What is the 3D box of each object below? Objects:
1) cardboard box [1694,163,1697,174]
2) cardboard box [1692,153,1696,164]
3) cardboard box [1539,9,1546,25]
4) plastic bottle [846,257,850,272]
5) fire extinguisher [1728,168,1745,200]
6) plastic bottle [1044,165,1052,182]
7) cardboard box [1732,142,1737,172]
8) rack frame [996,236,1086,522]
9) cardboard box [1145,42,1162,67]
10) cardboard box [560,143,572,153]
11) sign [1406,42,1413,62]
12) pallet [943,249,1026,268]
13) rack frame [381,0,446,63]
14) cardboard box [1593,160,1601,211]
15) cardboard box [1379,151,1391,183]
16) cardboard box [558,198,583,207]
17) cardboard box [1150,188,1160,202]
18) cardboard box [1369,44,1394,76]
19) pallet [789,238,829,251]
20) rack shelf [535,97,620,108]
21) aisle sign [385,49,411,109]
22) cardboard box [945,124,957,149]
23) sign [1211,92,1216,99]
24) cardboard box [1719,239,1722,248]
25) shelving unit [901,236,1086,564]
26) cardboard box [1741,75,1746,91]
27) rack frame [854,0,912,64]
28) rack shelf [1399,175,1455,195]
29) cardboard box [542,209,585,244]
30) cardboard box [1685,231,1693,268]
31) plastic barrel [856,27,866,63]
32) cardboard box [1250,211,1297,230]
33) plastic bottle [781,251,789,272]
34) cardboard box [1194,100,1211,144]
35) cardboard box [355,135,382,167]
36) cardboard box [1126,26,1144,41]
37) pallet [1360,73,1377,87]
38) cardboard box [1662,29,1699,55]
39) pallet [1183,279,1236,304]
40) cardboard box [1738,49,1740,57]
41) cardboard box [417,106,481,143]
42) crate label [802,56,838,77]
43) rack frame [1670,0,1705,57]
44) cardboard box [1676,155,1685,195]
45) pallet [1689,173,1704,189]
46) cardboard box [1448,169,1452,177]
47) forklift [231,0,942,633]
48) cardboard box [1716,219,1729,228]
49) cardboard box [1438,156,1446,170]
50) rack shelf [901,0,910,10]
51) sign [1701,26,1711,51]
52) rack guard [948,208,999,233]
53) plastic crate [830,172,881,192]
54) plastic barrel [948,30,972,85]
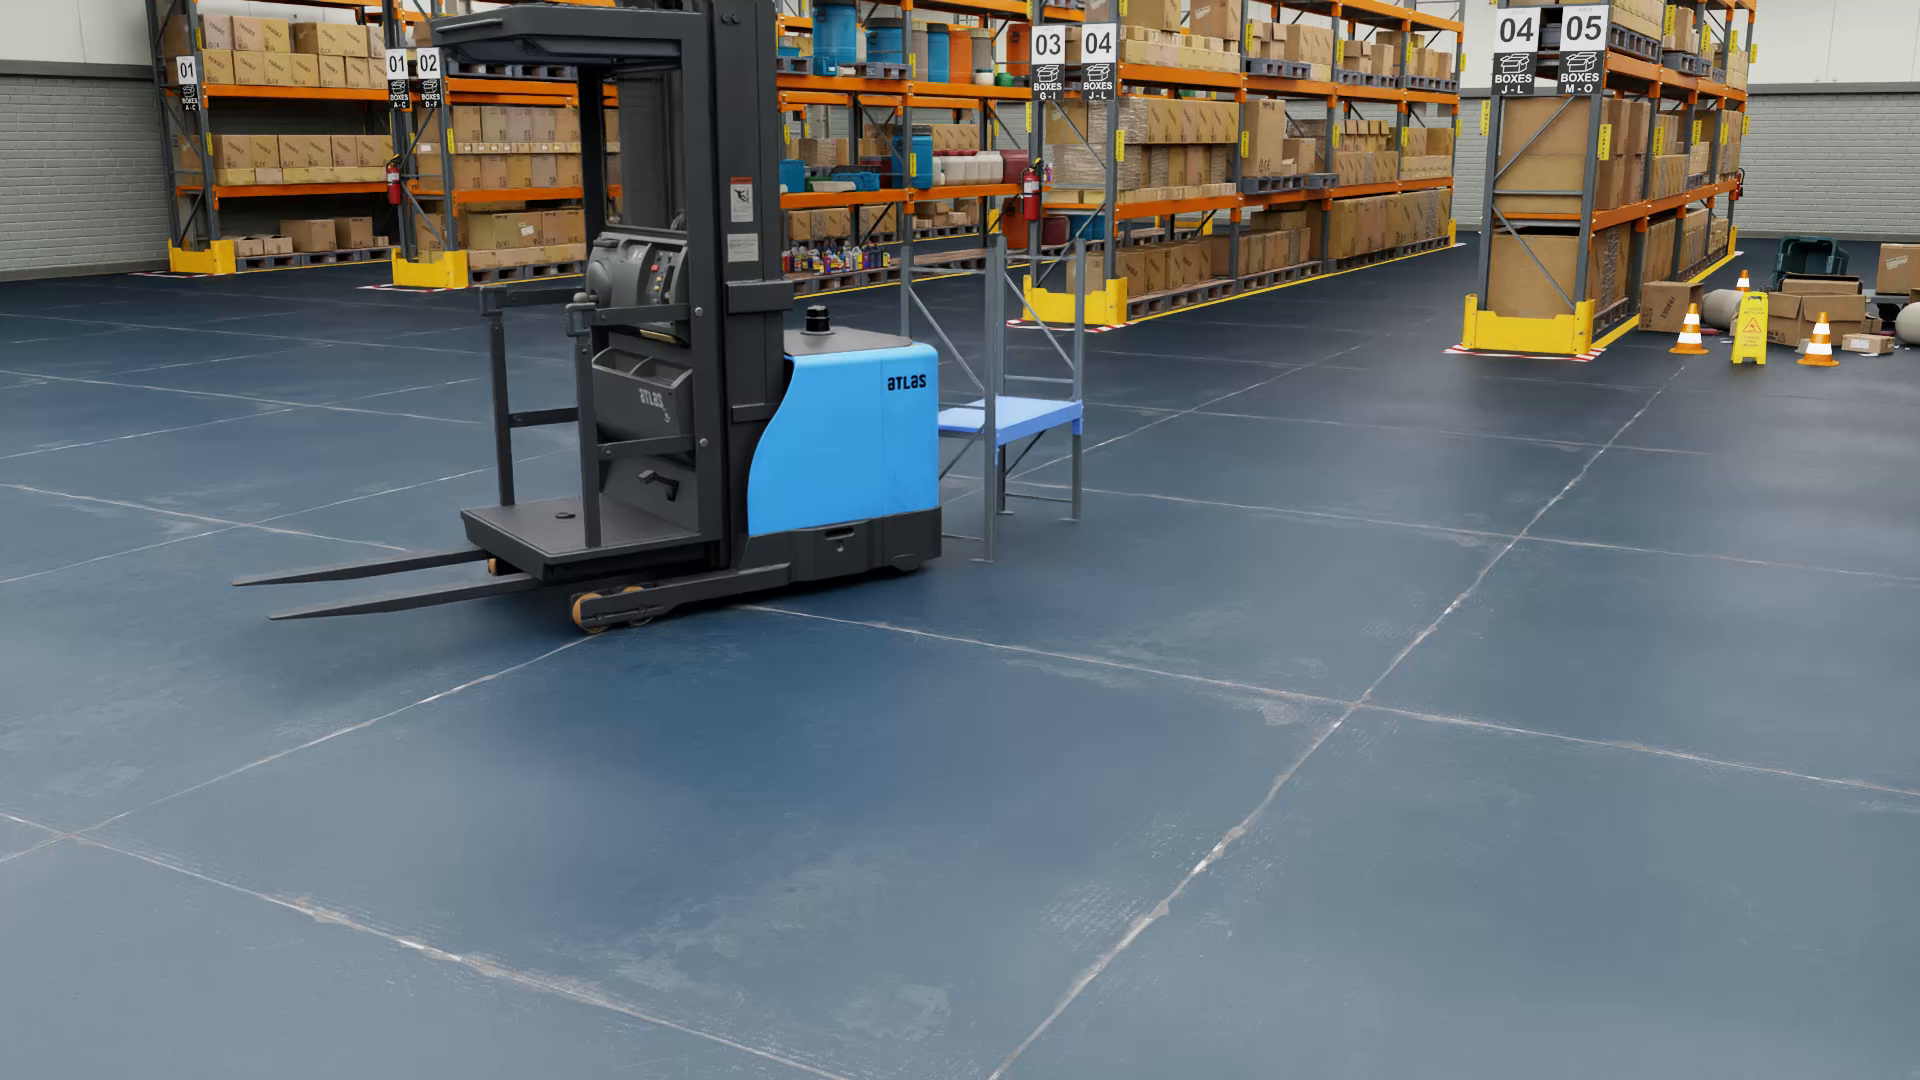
[{"bbox_3d":[10.573,-5.446,24.364,0.380,0.149,0.250,7,15,26],"label":"cardboard box"},{"bbox_3d":[10.444,-5.537,24.107,0.380,0.149,0.250,7,15,28],"label":"cardboard box"},{"bbox_3d":[5.410,-5.024,15.999,0.380,0.149,0.250,7,15,28],"label":"cardboard box"},{"bbox_3d":[-1.572,-3.816,22.994,0.097,0.201,0.097,0,14,0],"label":"plastic bottle"},{"bbox_3d":[13.807,-6.392,29.607,0.296,0.674,0.183,7,15,28],"label":"fire extinguisher"},{"bbox_3d":[1.501,-6.201,28.118,0.152,0.276,0.135,7,15,28],"label":"plastic bottle"},{"bbox_3d":[13.036,-6.578,28.570,0.500,0.500,0.500,7,15,27],"label":"cardboard box"},{"bbox_3d":[0.425,-0.856,8.882,0.500,1.500,0.032,7,15,27],"label":"rack frame"},{"bbox_3d":[1.956,-5.473,18.754,0.500,0.250,0.500,7,15,27],"label":"cardboard box"},{"bbox_3d":[-6.042,-5.879,24.920,0.380,0.149,0.250,8,16,30],"label":"cardboard box"},{"bbox_3d":[7.534,-8.176,27.873,0.100,0.325,0.005,7,15,28],"label":"sign"},{"bbox_3d":[0.376,-4.604,27.179,1.003,0.211,1.213,7,15,28],"label":"pallet"},{"bbox_3d":[-7.417,-7.951,22.313,1.000,3.000,0.127,7,15,28],"label":"rack frame"},{"bbox_3d":[5.933,-3.598,16.738,0.875,0.550,0.550,7,15,28],"label":"cardboard box"},{"bbox_3d":[6.822,-6.194,27.613,0.500,0.500,0.500,8,16,30],"label":"cardboard box"},{"bbox_3d":[-7.417,-6.531,32.916,0.750,0.750,0.750,7,15,27],"label":"cardboard box"},{"bbox_3d":[2.101,-4.023,19.359,0.380,0.149,0.250,7,15,28],"label":"cardboard box"},{"bbox_3d":[6.783,-7.964,27.658,0.700,0.500,0.500,8,16,29],"label":"cardboard box"},{"bbox_3d":[-3.155,-5.469,30.768,1.003,0.211,1.213,7,15,28],"label":"pallet"},{"bbox_3d":[-6.921,-8.755,33.584,1.077,0.370,4.000,7,15,28],"label":"rack shelf"},{"bbox_3d":[-7.706,-6.318,22.793,0.394,0.787,0.004,7,15,28],"label":"aisle sign"},{"bbox_3d":[-0.395,-8.413,34.684,0.500,0.500,0.500,8,16,30],"label":"cardboard box"},{"bbox_3d":[5.142,-9.103,33.717,0.100,0.325,0.005,7,15,28],"label":"sign"},{"bbox_3d":[12.794,-5.078,28.382,0.380,0.149,0.250,7,15,26],"label":"cardboard box"},{"bbox_3d":[0.184,-0.751,8.447,0.538,1.500,1.048,7,15,27],"label":"shelving unit"},{"bbox_3d":[13.052,-7.768,28.273,0.500,0.250,0.500,7,15,28],"label":"cardboard box"},{"bbox_3d":[-1.149,-8.210,23.386,1.000,3.000,0.127,7,15,28],"label":"rack frame"},{"bbox_3d":[8.021,-6.434,30.356,1.077,0.370,4.000,7,15,28],"label":"rack shelf"},{"bbox_3d":[-6.006,-4.763,25.260,0.500,0.500,0.500,7,15,28],"label":"cardboard box"},{"bbox_3d":[10.219,-4.179,23.904,0.500,0.500,0.500,8,15,29],"label":"cardboard box"},{"bbox_3d":[-1.529,-6.944,23.401,0.421,0.512,0.421,0,14,0],"label":"plastic barrel"},{"bbox_3d":[4.575,-4.665,24.278,0.500,0.250,0.500,9,16,34],"label":"cardboard box"},{"bbox_3d":[-2.433,-3.837,22.923,0.152,0.276,0.135,8,15,28],"label":"plastic bottle"},{"bbox_3d":[2.727,-5.083,20.234,0.500,0.500,0.500,7,15,28],"label":"cardboard box"},{"bbox_3d":[-10.016,-6.482,27.697,0.500,0.500,0.500,7,15,28],"label":"cardboard box"},{"bbox_3d":[1.799,-5.563,18.277,0.380,0.149,0.250,8,16,29],"label":"cardboard box"},{"bbox_3d":[5.923,-7.287,26.362,1.003,0.211,1.213,8,16,31],"label":"pallet"},{"bbox_3d":[9.171,-6.389,21.316,0.500,0.311,0.500,7,15,28],"label":"cardboard box"},{"bbox_3d":[2.893,-3.235,21.500,1.003,0.211,1.213,7,15,28],"label":"pallet"},{"bbox_3d":[12.731,-8.073,27.621,0.380,0.149,0.250,8,16,29],"label":"cardboard box"},{"bbox_3d":[-7.154,-5.819,23.288,0.700,0.500,0.500,7,15,28],"label":"cardboard box"},{"bbox_3d":[-1.889,-6.205,21.788,0.502,0.251,0.408,7,15,28],"label":"crate label"},{"bbox_3d":[9.414,-7.886,22.045,1.000,3.000,0.127,7,15,28],"label":"rack frame"},{"bbox_3d":[9.189,-4.794,21.803,0.500,0.500,0.500,7,15,28],"label":"cardboard box"},{"bbox_3d":[10.335,-5.287,24.475,1.003,0.211,1.213,7,15,28],"label":"pallet"},{"bbox_3d":[9.104,-6.961,31.545,0.380,0.149,0.250,8,16,29],"label":"cardboard box"},{"bbox_3d":[-1.585,-1.177,7.162,3.031,2.935,1.130,-9,16,-34],"label":"forklift"},{"bbox_3d":[13.061,-5.469,28.735,0.380,0.149,0.250,7,15,27],"label":"cardboard box"},{"bbox_3d":[8.740,-7.032,30.988,0.500,0.250,0.500,7,15,27],"label":"cardboard box"},{"bbox_3d":[-2.116,-7.255,21.815,1.077,0.370,4.000,7,15,28],"label":"rack shelf"},{"bbox_3d":[9.895,-6.653,22.059,0.100,0.325,0.005,7,15,28],"label":"sign"},{"bbox_3d":[0.281,-7.086,36.860,1.175,0.500,0.348,7,15,28],"label":"rack guard"},{"bbox_3d":[-1.446,-4.963,23.037,0.499,0.251,0.616,7,15,28],"label":"plastic crate"},{"bbox_3d":[-0.118,-7.503,25.938,0.600,0.830,0.708,7,15,28],"label":"plastic barrel"}]
